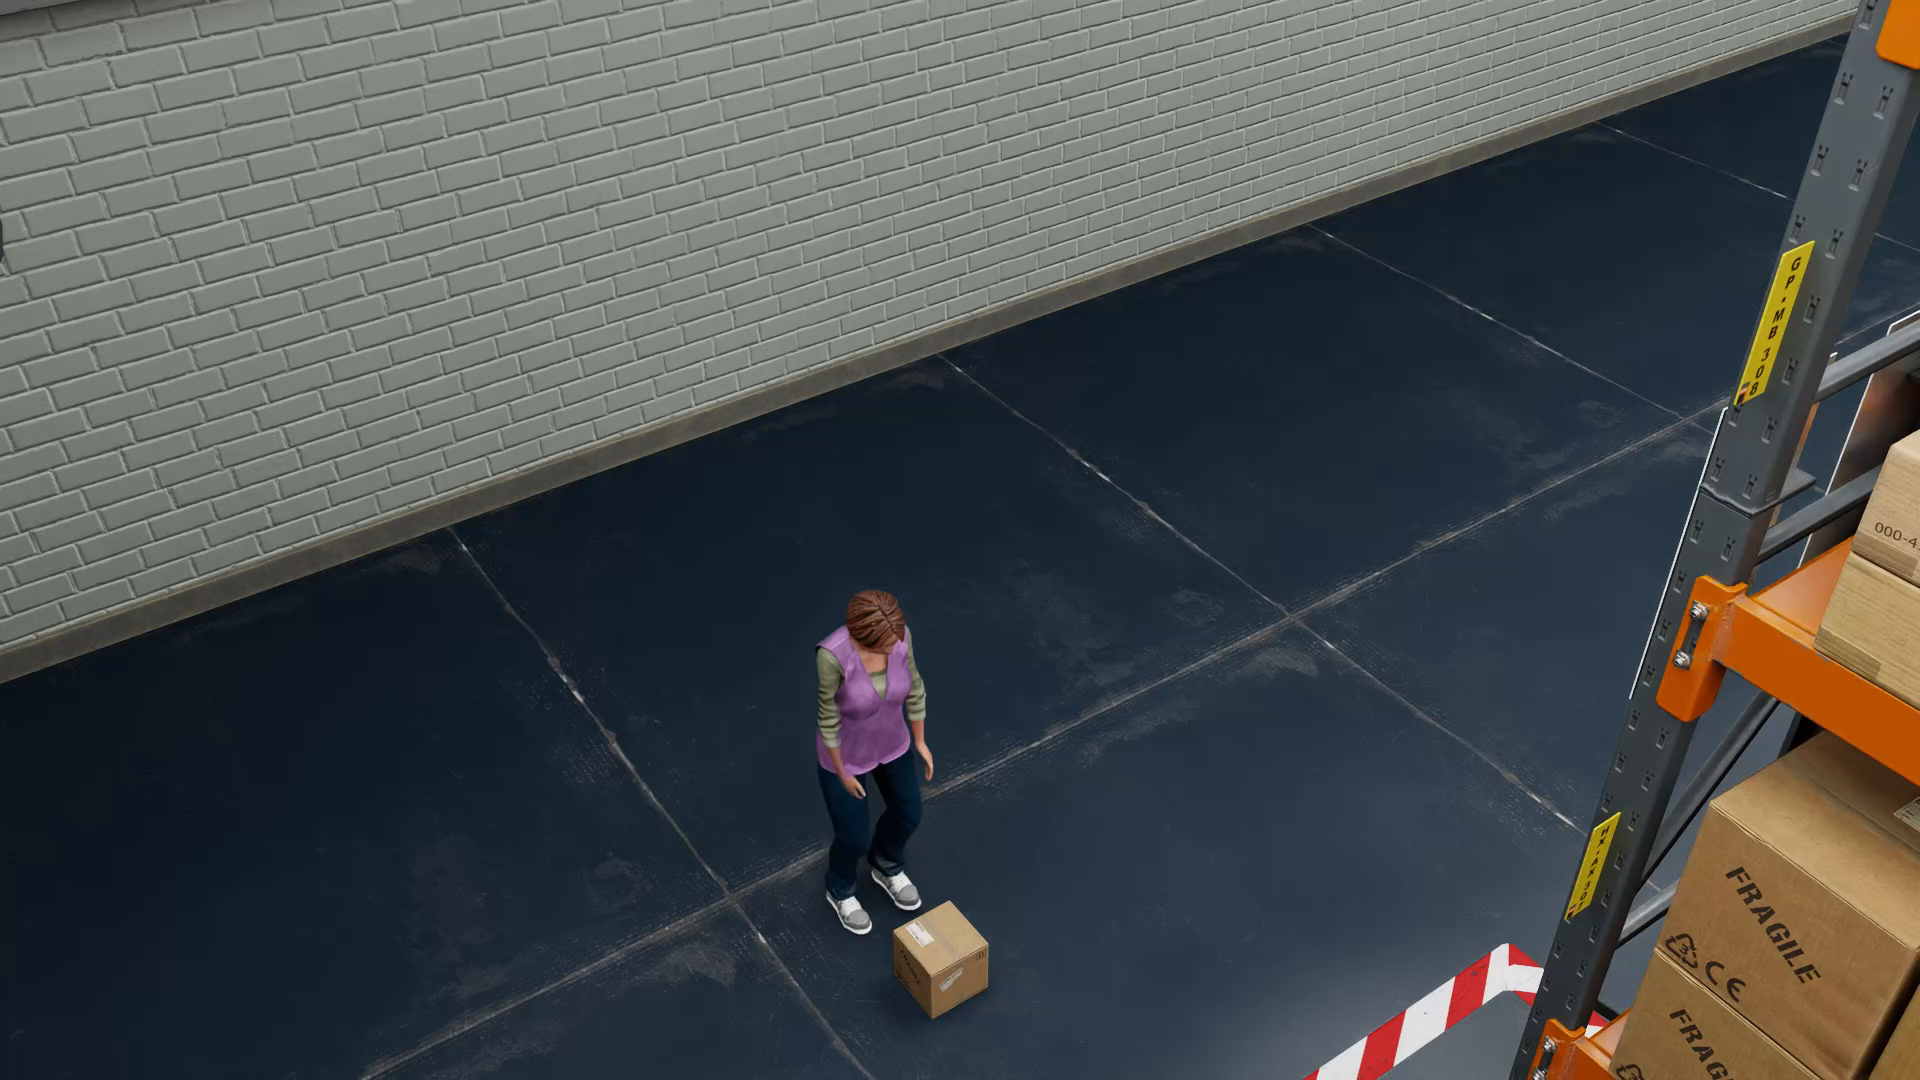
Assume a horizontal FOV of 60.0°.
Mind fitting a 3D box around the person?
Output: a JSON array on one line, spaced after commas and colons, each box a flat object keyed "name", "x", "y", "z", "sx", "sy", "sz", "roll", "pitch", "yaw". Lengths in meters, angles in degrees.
[{"name": "person", "x": -0.315, "y": 0.778, "z": 6.018, "sx": 0.423, "sy": 1.550, "sz": 0.368, "roll": -22, "pitch": 42, "yaw": -26}]
